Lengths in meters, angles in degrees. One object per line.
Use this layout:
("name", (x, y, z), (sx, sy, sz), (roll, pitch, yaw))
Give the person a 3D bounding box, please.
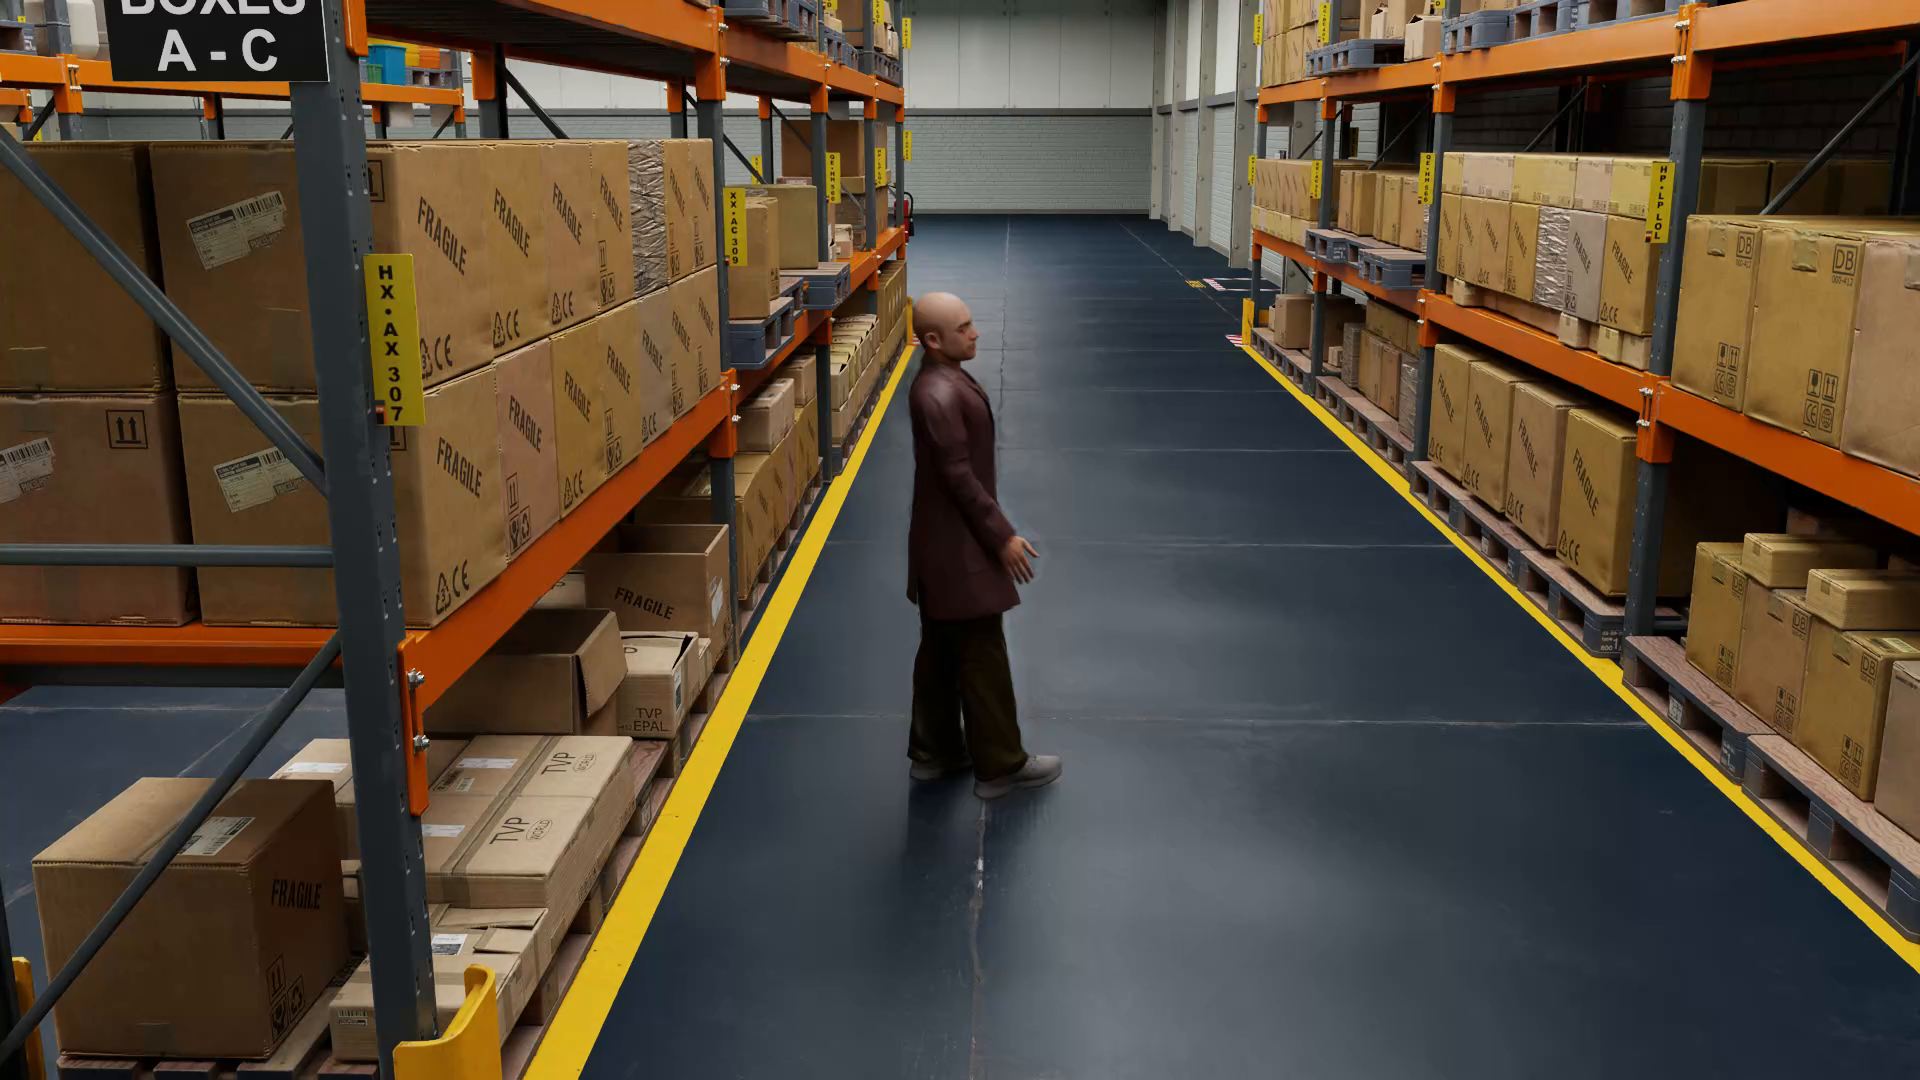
("person", (0.086, 0.013, 5.888), (0.568, 1.782, 0.582), (-2, 14, -9))
